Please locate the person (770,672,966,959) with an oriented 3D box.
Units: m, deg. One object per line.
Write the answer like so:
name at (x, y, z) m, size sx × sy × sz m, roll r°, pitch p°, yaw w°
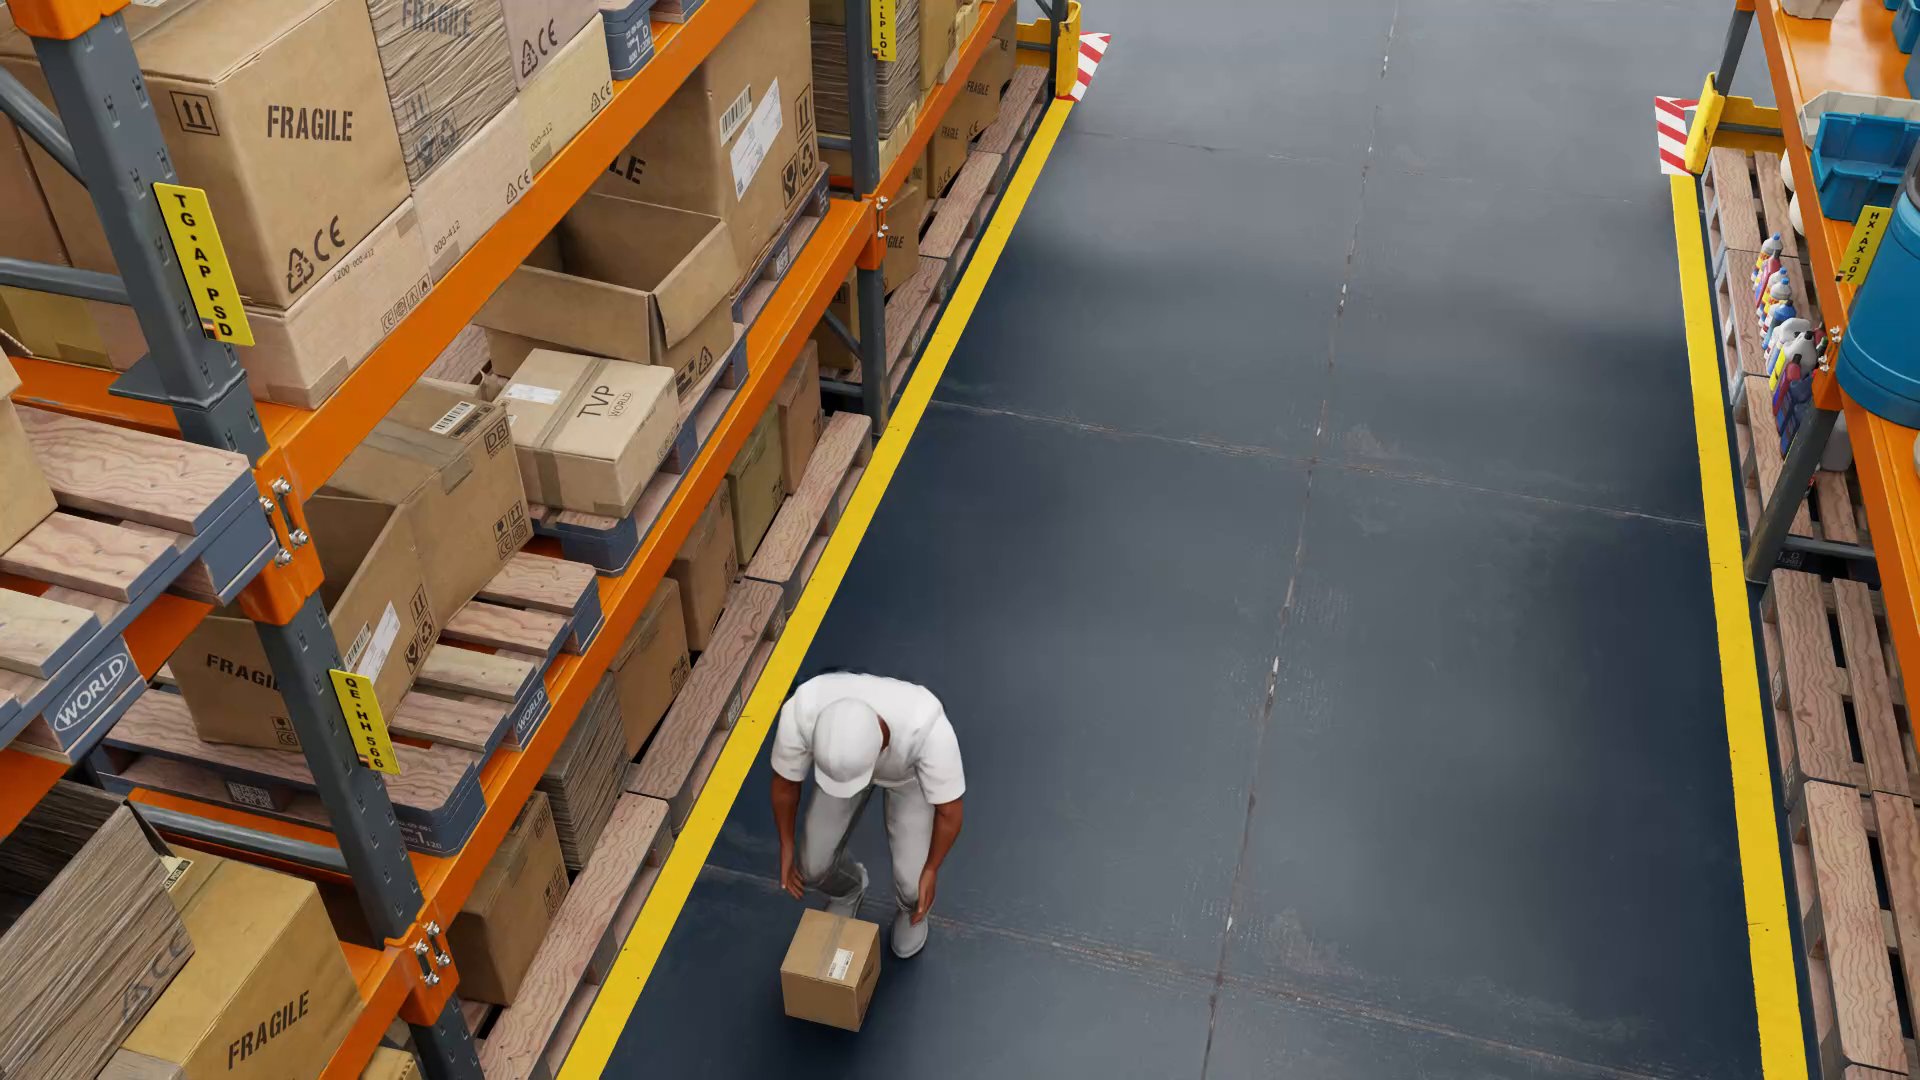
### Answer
person at (-0.270, 0.856, 5.425) m, size 0.632 × 1.405 × 0.762 m, roll 10°, pitch 42°, yaw 11°
